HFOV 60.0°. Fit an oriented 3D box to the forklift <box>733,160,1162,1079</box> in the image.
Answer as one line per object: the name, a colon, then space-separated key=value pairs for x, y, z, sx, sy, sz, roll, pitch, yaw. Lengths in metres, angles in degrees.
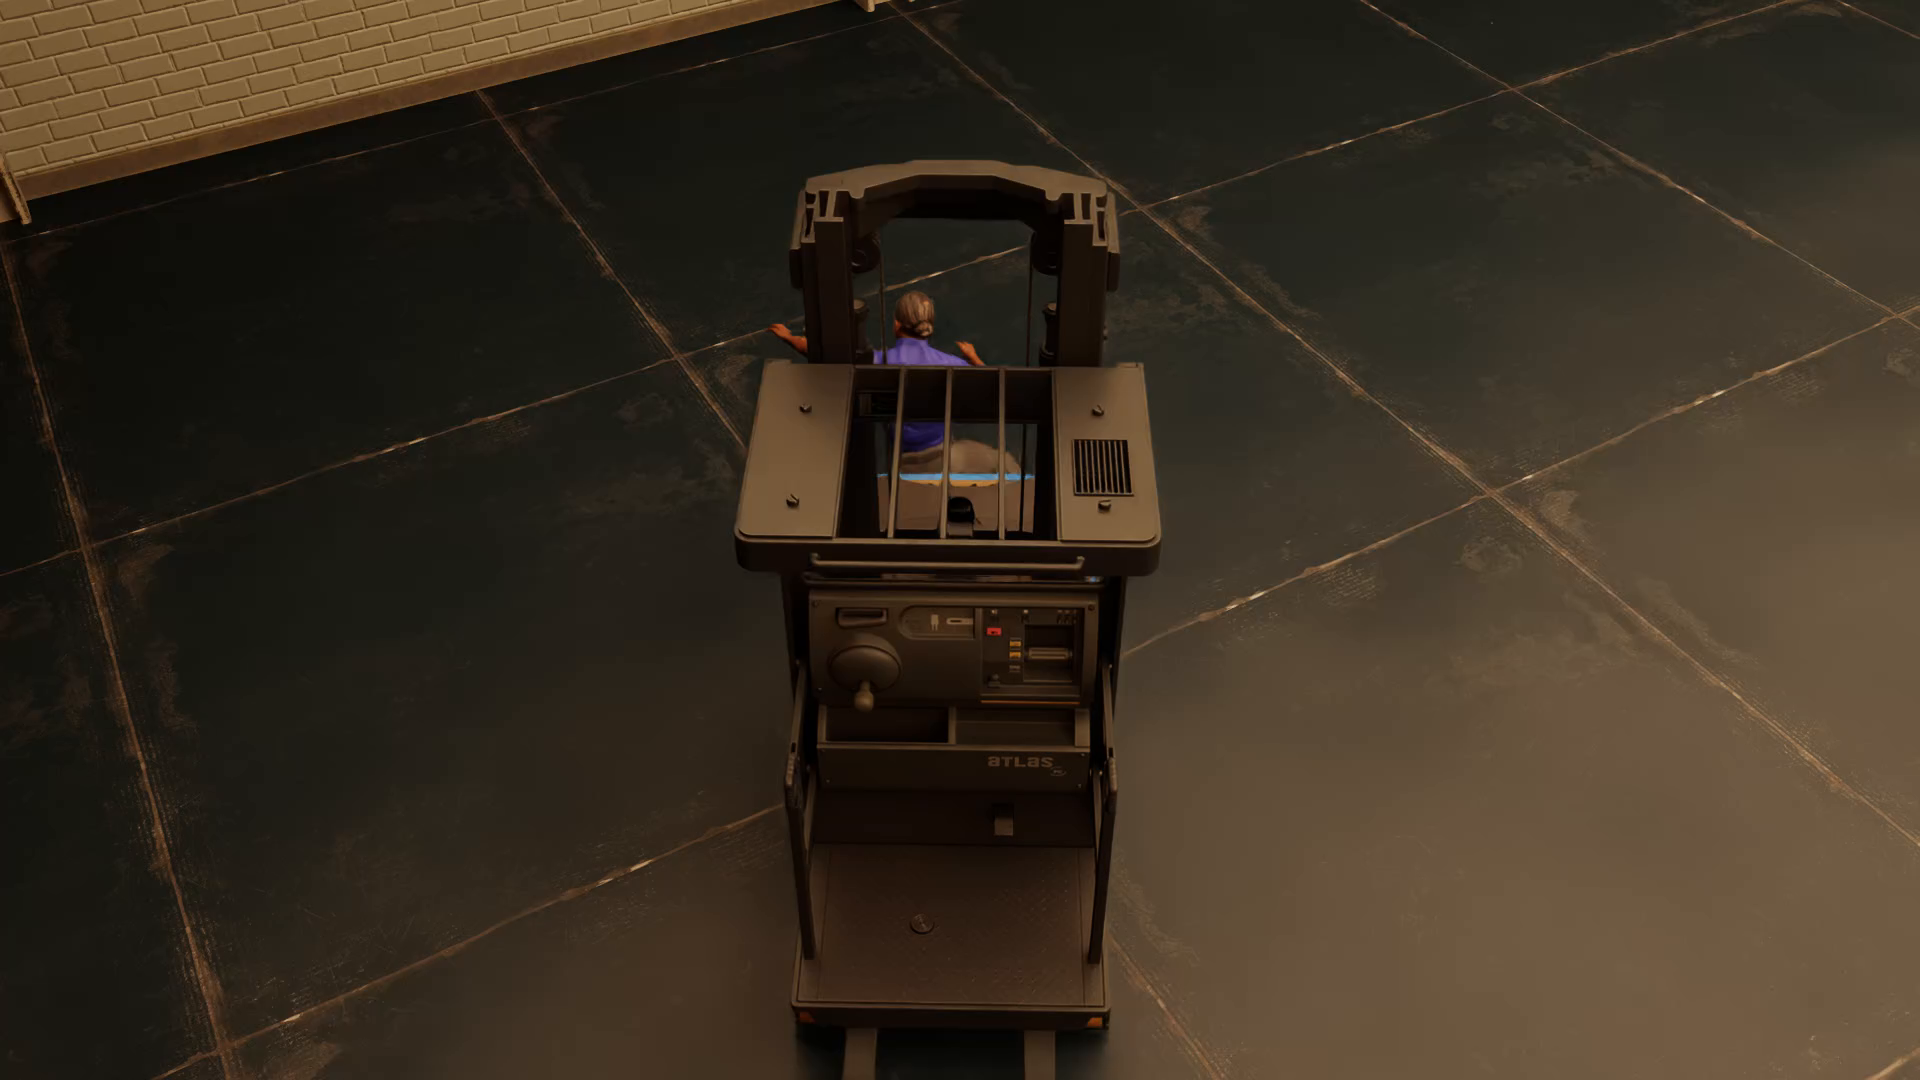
forklift: x=-0.024 y=0.449 z=5.214 sx=1.130 sy=2.935 sz=3.031 roll=1 pitch=43 yaw=1

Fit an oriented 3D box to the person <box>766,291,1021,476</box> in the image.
person: x=-0.126 y=-0.511 z=7.391 sx=1.460 sy=1.388 sz=0.745 roll=0 pitch=43 yaw=-1
